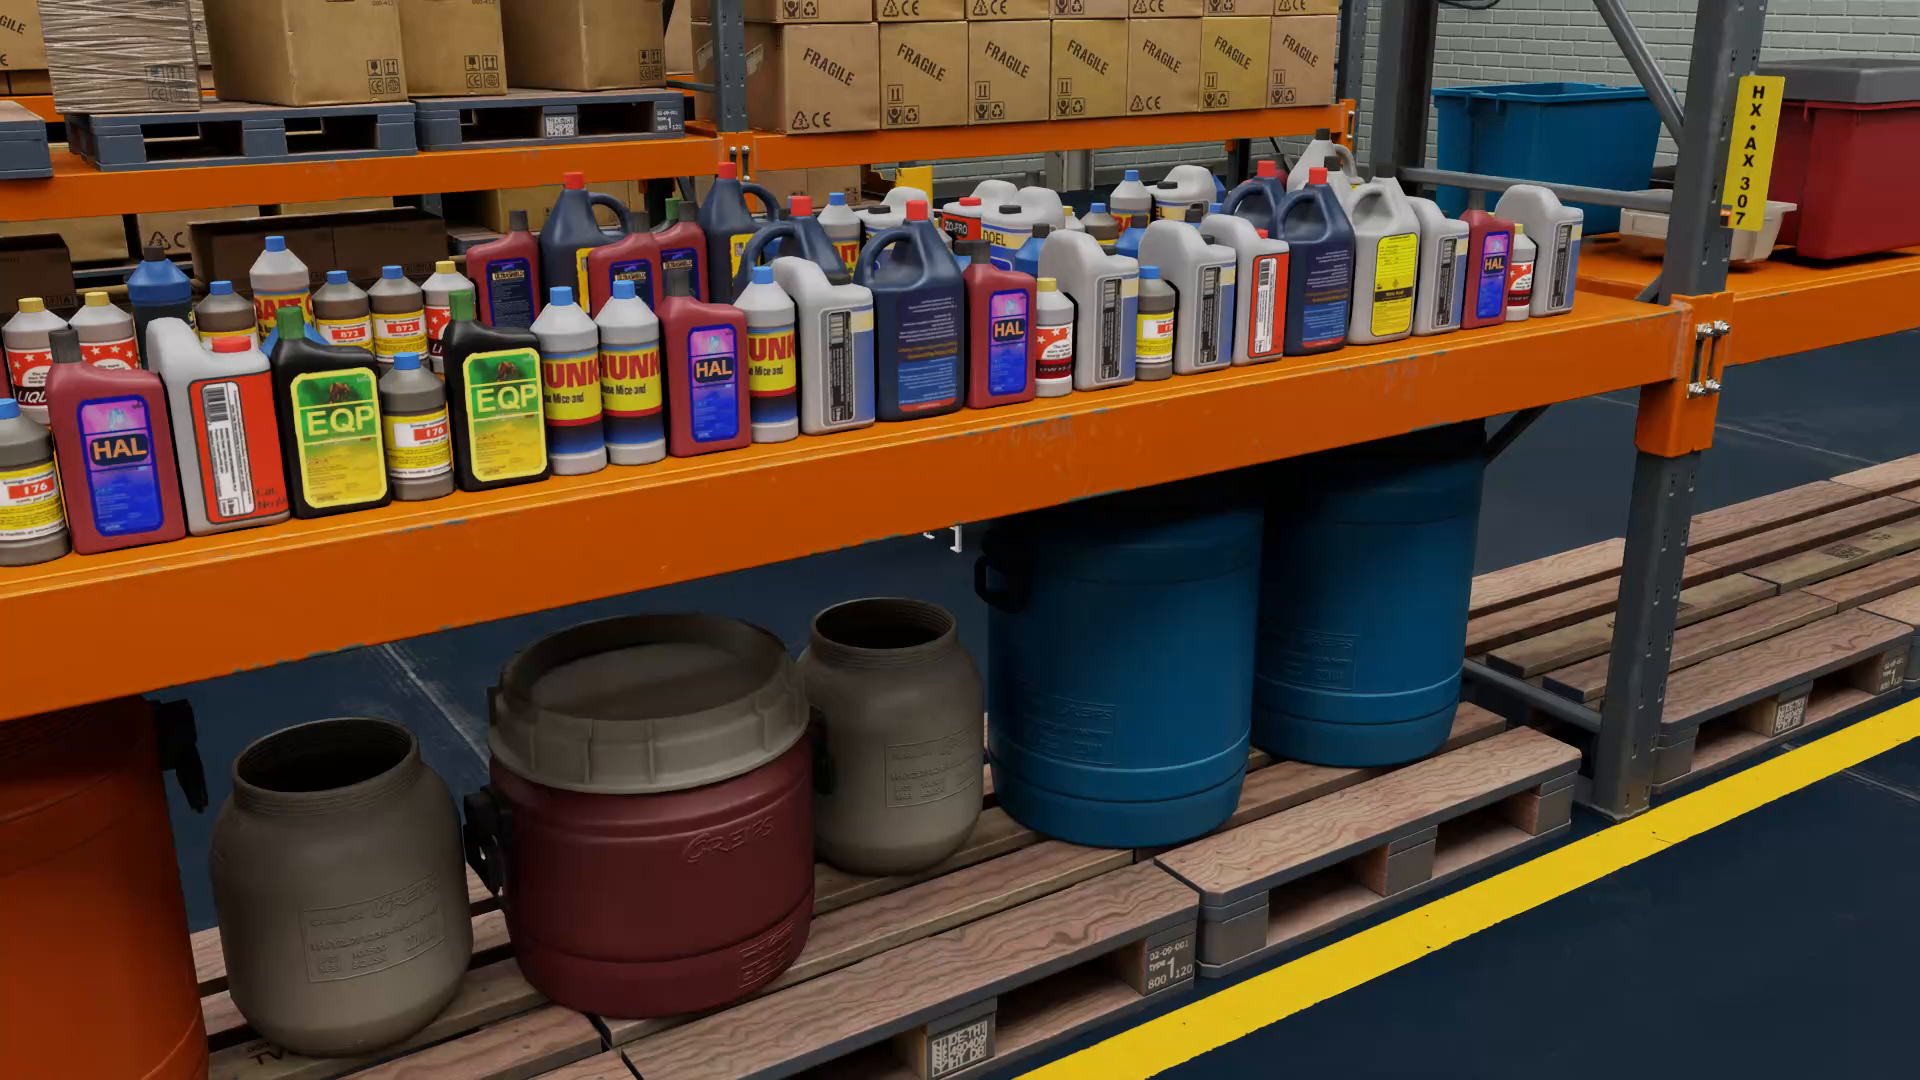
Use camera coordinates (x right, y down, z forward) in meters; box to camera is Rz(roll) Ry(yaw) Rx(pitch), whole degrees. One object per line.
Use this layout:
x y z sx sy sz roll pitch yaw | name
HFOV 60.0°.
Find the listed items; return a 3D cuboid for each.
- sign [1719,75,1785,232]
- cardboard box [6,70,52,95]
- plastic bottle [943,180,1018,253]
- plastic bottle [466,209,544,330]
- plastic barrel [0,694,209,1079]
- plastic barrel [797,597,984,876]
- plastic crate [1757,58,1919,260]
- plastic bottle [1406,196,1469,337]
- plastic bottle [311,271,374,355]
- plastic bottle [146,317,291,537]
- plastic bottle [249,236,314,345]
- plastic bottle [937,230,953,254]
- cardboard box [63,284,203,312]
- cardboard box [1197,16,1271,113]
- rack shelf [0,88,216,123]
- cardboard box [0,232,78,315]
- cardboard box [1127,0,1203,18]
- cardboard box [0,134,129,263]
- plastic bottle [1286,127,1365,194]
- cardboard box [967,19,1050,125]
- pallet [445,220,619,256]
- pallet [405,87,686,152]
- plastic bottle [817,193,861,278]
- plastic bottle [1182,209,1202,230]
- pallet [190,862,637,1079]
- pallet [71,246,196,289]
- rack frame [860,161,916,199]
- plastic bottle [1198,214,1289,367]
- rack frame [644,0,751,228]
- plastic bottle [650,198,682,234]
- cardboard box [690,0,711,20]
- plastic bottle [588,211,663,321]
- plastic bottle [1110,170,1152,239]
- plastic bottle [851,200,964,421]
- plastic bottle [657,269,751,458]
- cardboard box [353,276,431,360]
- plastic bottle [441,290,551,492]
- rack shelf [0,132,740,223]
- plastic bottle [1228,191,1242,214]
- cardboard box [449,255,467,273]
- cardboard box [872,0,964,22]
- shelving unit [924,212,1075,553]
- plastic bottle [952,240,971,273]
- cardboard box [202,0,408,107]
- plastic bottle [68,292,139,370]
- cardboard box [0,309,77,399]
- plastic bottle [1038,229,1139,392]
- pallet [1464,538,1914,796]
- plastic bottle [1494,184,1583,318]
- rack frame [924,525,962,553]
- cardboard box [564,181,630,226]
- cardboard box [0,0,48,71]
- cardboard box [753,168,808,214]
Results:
1.718 -0.839 3.611 0.005 0.325 0.100 -12 22 -31 | sign
-5.911 -2.921 10.563 0.250 0.149 0.380 -12 22 -31 | cardboard box
0.047 -0.654 3.689 0.135 0.276 0.152 -12 22 -31 | plastic bottle
-0.866 -0.482 3.170 0.133 0.283 0.061 -12 22 -31 | plastic bottle
-1.525 0.588 2.556 0.708 0.830 0.600 -12 22 -31 | plastic barrel
-0.159 0.416 3.560 0.421 0.512 0.421 0 19 0 | plastic barrel
2.301 -1.004 4.338 0.583 0.464 0.402 -12 22 -31 | plastic crate
0.960 -0.576 3.460 0.135 0.276 0.152 -12 22 -31 | plastic bottle
-1.115 -0.384 3.007 0.097 0.201 0.097 0 19 0 | plastic bottle
-0.998 -0.163 2.238 0.135 0.276 0.152 -12 22 -31 | plastic bottle
-1.196 -0.400 2.945 0.097 0.271 0.097 0 19 0 | plastic bottle
-0.062 -0.548 3.491 0.097 0.201 0.097 0 19 0 | plastic bottle
-3.561 -0.819 7.201 0.500 0.500 0.500 -13 23 -33 | cardboard box
1.381 -2.689 9.359 0.500 0.500 0.500 -12 22 -31 | cardboard box
-5.702 -2.812 11.003 4.000 0.370 1.077 -12 22 -31 | rack shelf
-3.948 -1.094 6.844 0.500 0.250 0.500 -11 22 -29 | cardboard box
0.964 -3.073 8.933 0.500 0.500 0.500 -11 22 -30 | cardboard box
-5.951 -2.228 10.853 0.750 0.750 0.750 -12 22 -32 | cardboard box
0.911 -0.850 4.151 0.185 0.351 0.144 -12 22 -31 | plastic bottle
0.116 -2.424 8.575 0.500 0.500 0.500 -12 22 -32 | cardboard box
-3.354 -2.297 12.711 1.213 0.211 1.003 -12 22 -31 | pallet
-2.032 -1.978 7.713 1.213 0.211 1.003 -12 22 -31 | pallet
-0.258 -0.598 3.530 0.097 0.271 0.097 0 19 0 | plastic bottle
0.455 -0.515 3.287 0.097 0.271 0.097 0 19 0 | plastic bottle
-1.288 1.020 2.898 1.213 0.211 1.003 -12 22 -31 | pallet
-5.655 -1.812 11.275 1.213 0.211 1.003 -12 22 -31 | pallet
-0.691 -4.210 14.014 0.127 3.000 1.000 -12 22 -31 | rack frame
0.539 -0.488 3.197 0.135 0.276 0.152 -12 22 -31 | plastic bottle
-1.304 -2.181 8.012 0.127 3.000 1.000 -12 22 -31 | rack frame
-0.600 -0.538 3.336 0.133 0.283 0.061 -12 22 -31 | plastic bottle
-1.024 -2.860 8.305 0.500 0.500 0.500 -12 22 -31 | cardboard box
-0.632 -0.476 3.152 0.133 0.283 0.061 -12 22 -31 | plastic bottle
0.403 -0.737 3.943 0.097 0.271 0.097 0 19 0 | plastic bottle
-0.091 -0.389 2.788 0.185 0.351 0.144 -12 22 -31 | plastic bottle
-0.394 -0.277 2.562 0.133 0.283 0.061 -12 22 -31 | plastic bottle
-2.395 -0.869 7.347 0.500 0.500 0.500 -12 22 -31 | cardboard box
-0.669 -0.219 2.391 0.133 0.283 0.061 -12 22 -31 | plastic bottle
-2.975 -1.488 7.086 4.000 0.370 1.077 -12 22 -31 | rack shelf
0.678 -0.762 4.126 0.097 0.201 0.097 0 19 0 | plastic bottle
-2.282 -1.088 7.996 0.500 0.500 0.500 -12 22 -31 | cardboard box
-0.325 -2.801 8.128 0.500 0.500 0.500 -13 22 -33 | cardboard box
0.138 -0.598 6.139 0.503 1.200 0.258 -12 22 -31 | shelving unit
0.006 -0.386 2.903 0.097 0.271 0.097 0 19 0 | plastic bottle
-2.746 -2.100 6.960 0.700 0.500 0.500 16 24 39 | cardboard box
-1.440 -0.315 2.804 0.097 0.201 0.097 0 19 0 | plastic bottle
-3.673 -0.598 6.547 0.500 0.500 0.500 -13 23 -33 | cardboard box
0.233 -0.423 3.006 0.135 0.276 0.152 -12 22 -31 | plastic bottle
2.010 0.326 4.952 1.213 0.211 1.003 -12 22 -31 | pallet
1.266 -0.641 3.650 0.135 0.276 0.152 -12 22 -31 | plastic bottle
-0.066 -0.555 6.012 0.015 1.200 0.240 -12 22 -31 | rack frame
-2.929 -2.712 12.830 0.500 0.500 0.700 -12 22 -32 | cardboard box
-5.969 -3.193 10.353 0.500 0.500 0.500 -12 22 -32 | cardboard box
-1.639 -2.986 13.642 0.500 0.500 0.700 -12 22 -32 | cardboard box
